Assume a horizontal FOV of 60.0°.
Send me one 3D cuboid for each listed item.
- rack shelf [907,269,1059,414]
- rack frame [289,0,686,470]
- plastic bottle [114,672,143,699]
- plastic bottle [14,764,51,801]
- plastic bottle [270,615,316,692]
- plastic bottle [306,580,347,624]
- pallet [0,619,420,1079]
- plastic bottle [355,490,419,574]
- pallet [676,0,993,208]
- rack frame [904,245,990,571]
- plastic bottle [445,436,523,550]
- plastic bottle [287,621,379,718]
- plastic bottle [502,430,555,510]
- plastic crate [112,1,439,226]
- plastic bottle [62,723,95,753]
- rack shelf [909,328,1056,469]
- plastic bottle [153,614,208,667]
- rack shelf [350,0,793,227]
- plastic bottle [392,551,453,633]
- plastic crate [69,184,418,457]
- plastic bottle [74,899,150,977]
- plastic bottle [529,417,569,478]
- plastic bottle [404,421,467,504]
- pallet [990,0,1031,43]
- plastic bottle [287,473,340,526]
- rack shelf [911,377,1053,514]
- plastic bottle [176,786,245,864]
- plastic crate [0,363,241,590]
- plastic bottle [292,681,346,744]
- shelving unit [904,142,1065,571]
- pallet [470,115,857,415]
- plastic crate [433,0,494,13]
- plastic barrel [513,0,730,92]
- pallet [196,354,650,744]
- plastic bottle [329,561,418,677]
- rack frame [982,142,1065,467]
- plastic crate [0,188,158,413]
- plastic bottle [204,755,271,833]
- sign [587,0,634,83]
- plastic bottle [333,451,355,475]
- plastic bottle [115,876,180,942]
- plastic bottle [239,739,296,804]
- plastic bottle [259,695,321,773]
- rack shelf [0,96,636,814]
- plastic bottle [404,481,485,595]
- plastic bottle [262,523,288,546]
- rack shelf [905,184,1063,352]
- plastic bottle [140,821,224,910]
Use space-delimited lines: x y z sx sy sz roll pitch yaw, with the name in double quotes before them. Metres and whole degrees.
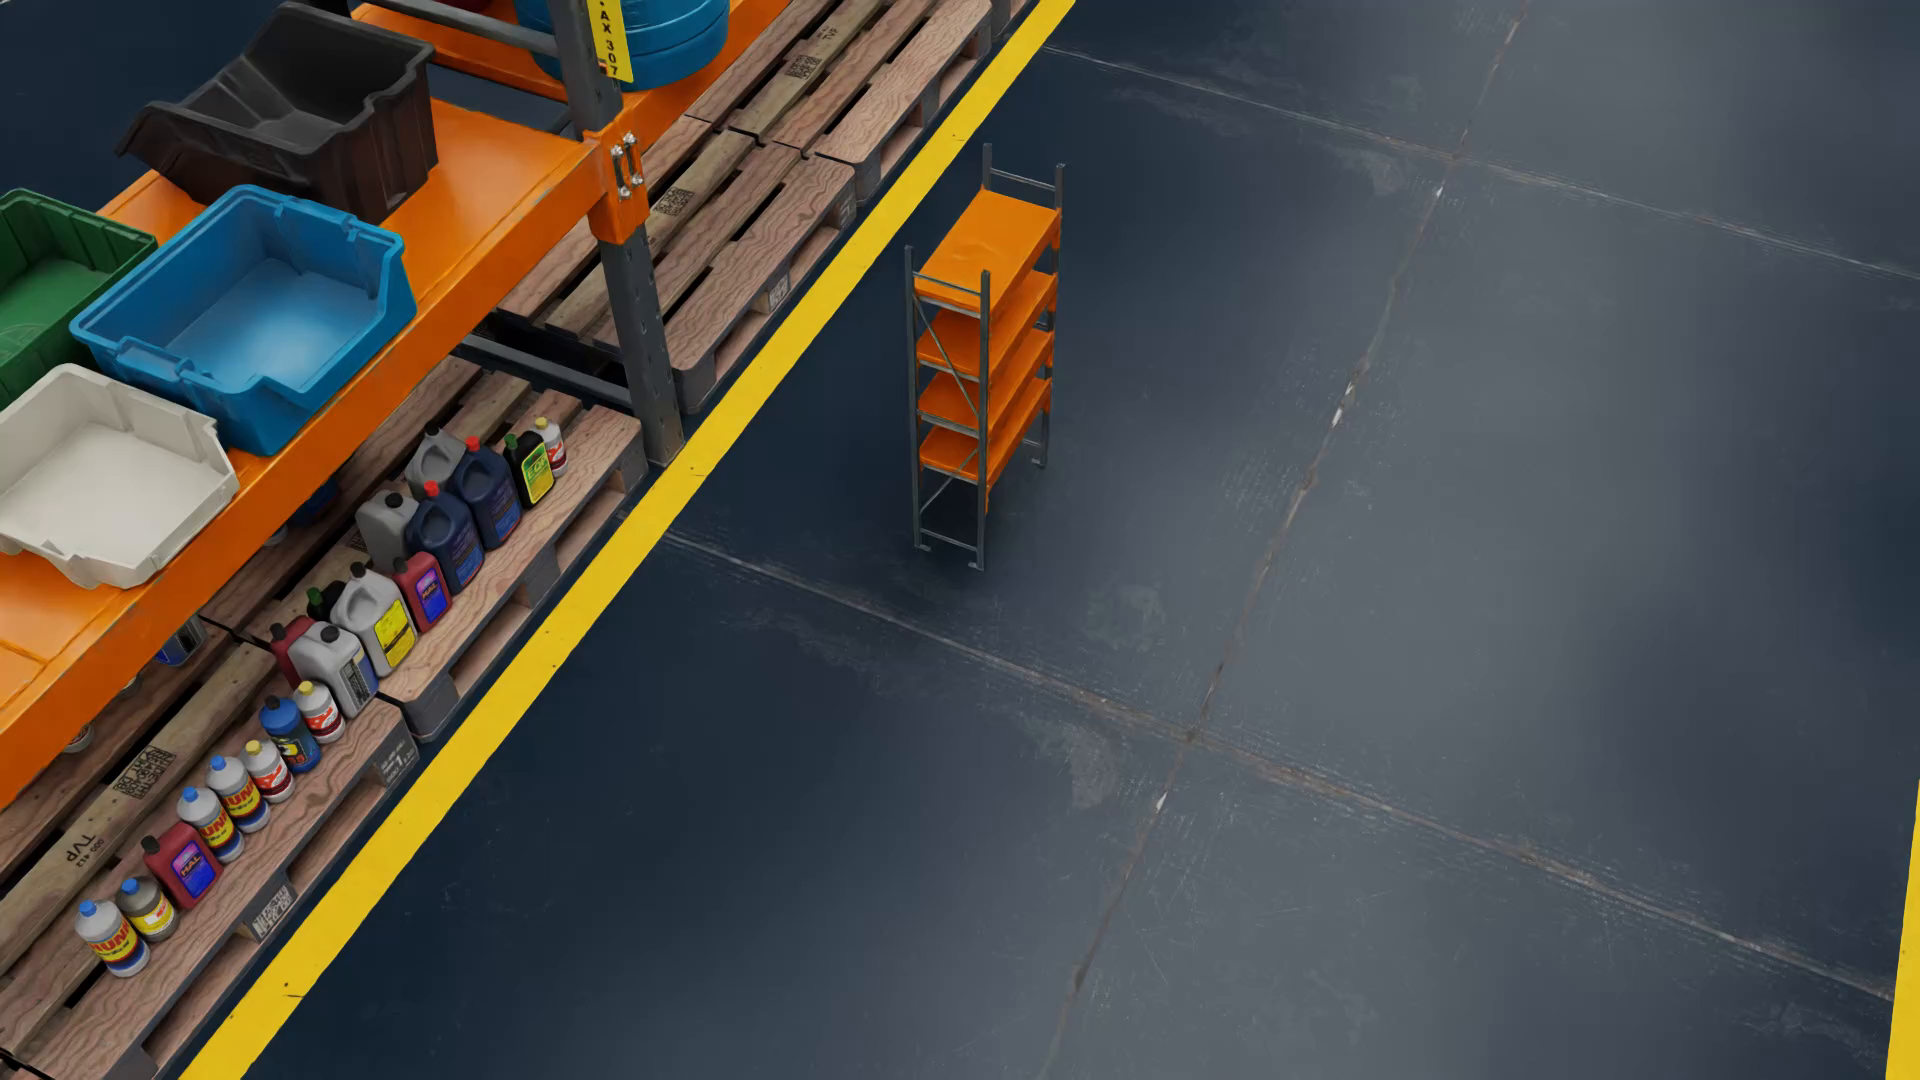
"rack shelf" 0.071 -0.604 4.771 0.258 0.148 0.480 20 52 16
"rack frame" -1.387 -1.408 4.478 1.000 3.000 0.127 20 52 16
"plastic bottle" -2.321 0.337 4.542 0.097 0.201 0.097 0 50 0
"plastic bottle" -2.479 0.547 4.310 0.061 0.283 0.133 20 52 16
"plastic bottle" -1.791 0.298 4.521 0.061 0.283 0.133 20 52 16
"plastic bottle" -1.725 0.206 4.600 0.061 0.283 0.133 20 52 16
"pallet" -2.232 0.788 4.441 1.003 0.211 1.213 20 52 16
"plastic bottle" -1.628 -0.029 4.805 0.152 0.276 0.135 20 52 16
"pallet" -0.567 -1.900 6.728 1.003 0.211 1.213 20 52 16
"rack frame" -0.034 -0.335 4.747 0.240 1.200 0.015 20 52 16
"plastic bottle" -1.402 -0.154 4.862 0.144 0.351 0.185 19 52 15
"plastic bottle" -1.695 0.335 4.495 0.152 0.276 0.135 21 53 17
"plastic bottle" -1.294 -0.231 4.972 0.061 0.283 0.133 22 53 18
"plastic crate" -1.726 -1.068 4.230 0.767 0.338 0.504 20 52 16
"plastic bottle" -2.395 0.471 4.428 0.097 0.201 0.097 0 50 0
"rack shelf" 0.071 -0.459 4.941 0.258 0.148 0.480 20 52 16
"plastic bottle" -2.225 0.207 4.604 0.152 0.276 0.135 20 52 16
"rack shelf" -0.533 -2.552 5.924 1.077 0.370 4.000 20 52 16
"plastic bottle" -1.515 0.125 4.669 0.061 0.283 0.133 23 53 18
"plastic crate" -1.614 -0.509 3.811 0.499 0.251 0.616 20 52 16
"plastic bottle" -2.040 0.941 3.982 0.097 0.271 0.097 0 50 0
"plastic bottle" -1.260 -0.292 5.077 0.097 0.201 0.097 0 50 0
"plastic bottle" -1.532 -0.201 4.902 0.144 0.351 0.185 20 52 16
"pallet" -0.044 -2.737 7.441 1.003 0.211 1.213 20 52 16
"plastic bottle" -1.977 -0.224 4.921 0.144 0.351 0.185 20 52 16
"rack shelf" 0.071 -0.331 5.092 0.258 0.148 0.480 20 52 16
"plastic bottle" -1.893 0.705 4.183 0.097 0.271 0.097 0 50 0
"plastic crate" -1.852 -0.122 3.557 0.530 0.136 0.437 20 52 16
"plastic bottle" -1.720 0.449 4.447 0.097 0.201 0.097 0 50 0
"shelving unit" 0.071 -0.503 4.890 0.258 1.200 0.503 20 52 16
"pallet" -1.087 -1.057 6.011 1.003 0.211 1.213 20 52 16
"plastic crate" -1.457 -1.861 4.822 0.402 0.464 0.583 20 52 16
"plastic barrel" -0.948 -1.737 4.430 0.600 0.901 0.708 20 52 16
"pallet" -1.712 -0.055 5.158 1.003 0.211 1.213 20 52 16
"plastic bottle" -1.622 0.200 4.561 0.144 0.351 0.185 19 52 16
"rack frame" 0.175 -0.671 5.033 0.240 1.200 0.015 20 52 16
"plastic crate" -2.222 -0.496 3.842 0.450 0.188 0.662 20 52 16
"plastic bottle" -1.850 0.636 4.241 0.097 0.271 0.097 0 50 0
"sign" -0.894 -1.311 4.214 0.100 0.325 0.005 20 52 16
"plastic bottle" -1.936 -0.327 5.054 0.061 0.283 0.133 20 52 16
"plastic bottle" -1.995 0.893 4.069 0.097 0.201 0.097 0 50 0
"plastic bottle" -1.808 0.591 4.326 0.097 0.201 0.097 0 50 0
"plastic bottle" -1.764 0.497 4.360 0.097 0.271 0.097 0 50 0
"rack shelf" -2.241 0.203 3.580 1.077 0.370 4.000 20 52 16
"plastic bottle" -1.484 -0.022 4.750 0.144 0.351 0.185 17 52 14
"plastic bottle" -2.060 -0.106 4.873 0.097 0.271 0.097 0 50 0
"rack shelf" 0.071 -0.757 4.591 0.258 0.148 0.480 20 52 16
"plastic bottle" -1.926 0.788 4.105 0.061 0.283 0.133 21 53 17
